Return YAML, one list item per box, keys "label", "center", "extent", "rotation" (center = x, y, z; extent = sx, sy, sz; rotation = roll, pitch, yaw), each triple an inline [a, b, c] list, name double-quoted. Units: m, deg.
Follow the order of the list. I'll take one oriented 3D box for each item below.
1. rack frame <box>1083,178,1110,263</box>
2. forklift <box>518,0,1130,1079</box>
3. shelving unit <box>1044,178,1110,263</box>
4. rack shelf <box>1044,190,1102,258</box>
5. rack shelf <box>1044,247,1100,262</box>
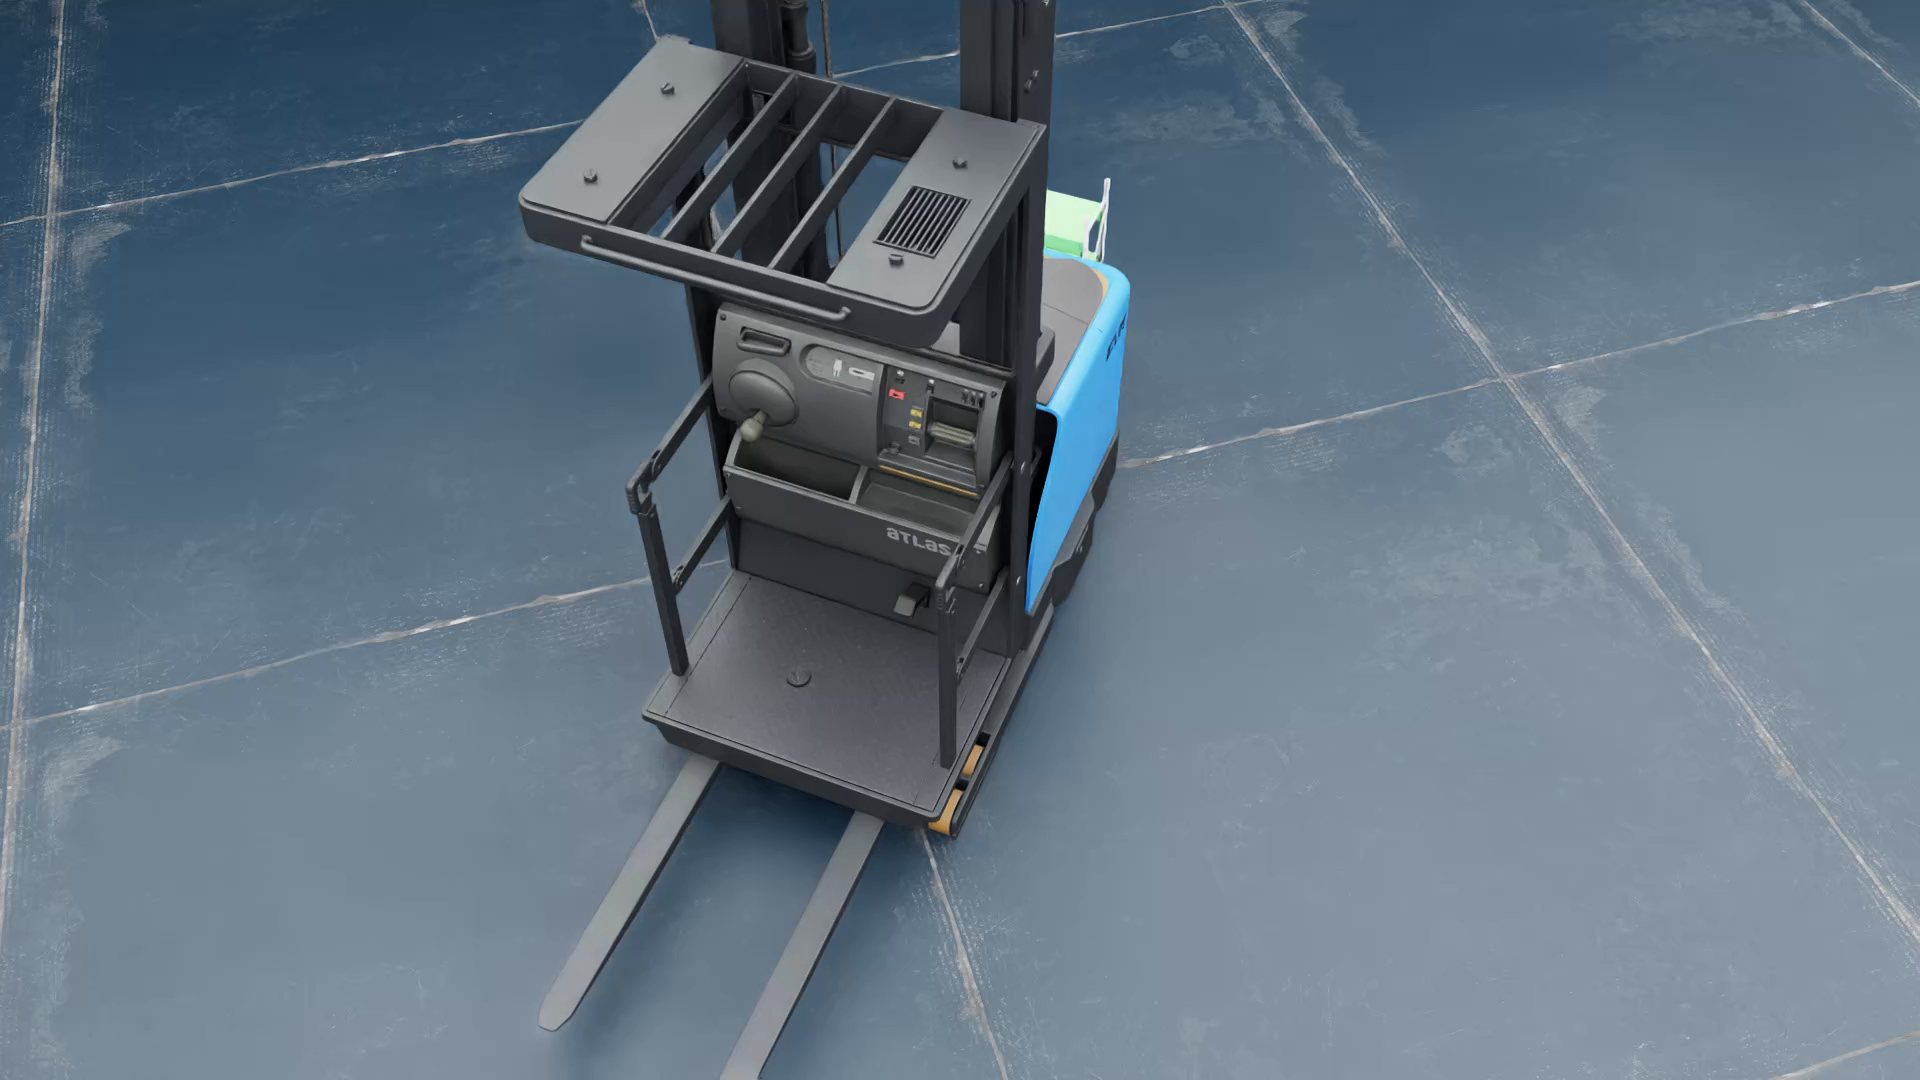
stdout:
- label: "rack frame"
  center: [0.497, -0.851, 6.472]
  extent: [0.015, 1.200, 0.240]
  rotation: [17, 52, 14]
- label: "forklift"
  center: [-0.398, -0.315, 4.888]
  extent: [1.130, 2.935, 3.031]
  rotation: [17, 52, 14]
- label: "shelving unit"
  center: [0.271, -0.921, 6.531]
  extent: [0.503, 1.200, 0.258]
  rotation: [17, 52, 14]
- label: "rack shelf"
  center: [0.271, -1.190, 6.213]
  extent: [0.480, 0.148, 0.258]
  rotation: [17, 52, 14]
- label: "rack shelf"
  center: [0.271, -1.035, 6.397]
  extent: [0.480, 0.148, 0.258]
  rotation: [17, 52, 14]
